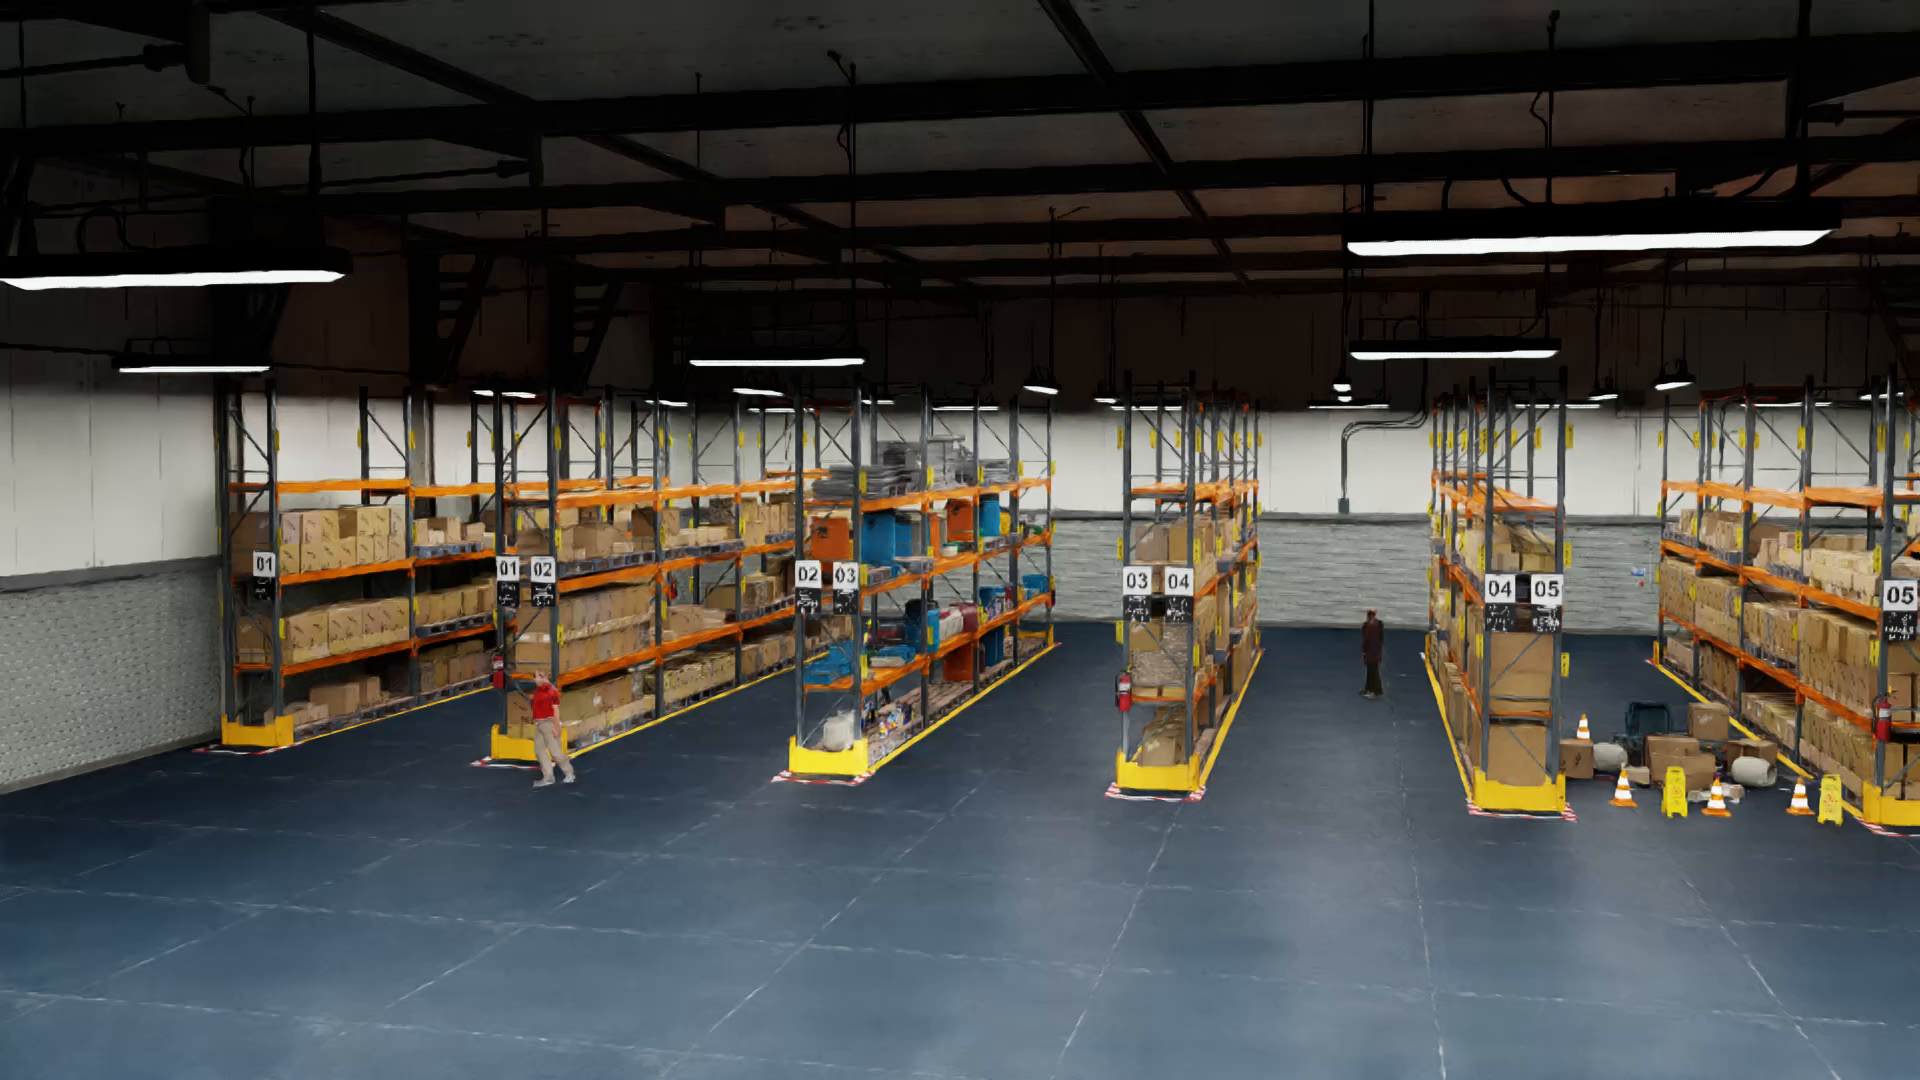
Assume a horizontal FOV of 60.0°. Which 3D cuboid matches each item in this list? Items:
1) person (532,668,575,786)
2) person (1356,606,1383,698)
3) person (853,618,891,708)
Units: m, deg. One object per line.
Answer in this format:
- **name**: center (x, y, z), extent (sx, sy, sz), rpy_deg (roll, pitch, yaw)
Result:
- **person**: center (-5.914, 2.702, 24.155), extent (0.578, 1.708, 0.595), rpy_deg (-3, 5, -40)
- **person**: center (7.977, 2.154, 32.351), extent (0.648, 1.771, 0.683), rpy_deg (3, 4, 36)
- **person**: center (-1.599, 2.287, 30.844), extent (0.569, 1.704, 1.042), rpy_deg (1, 4, 23)
